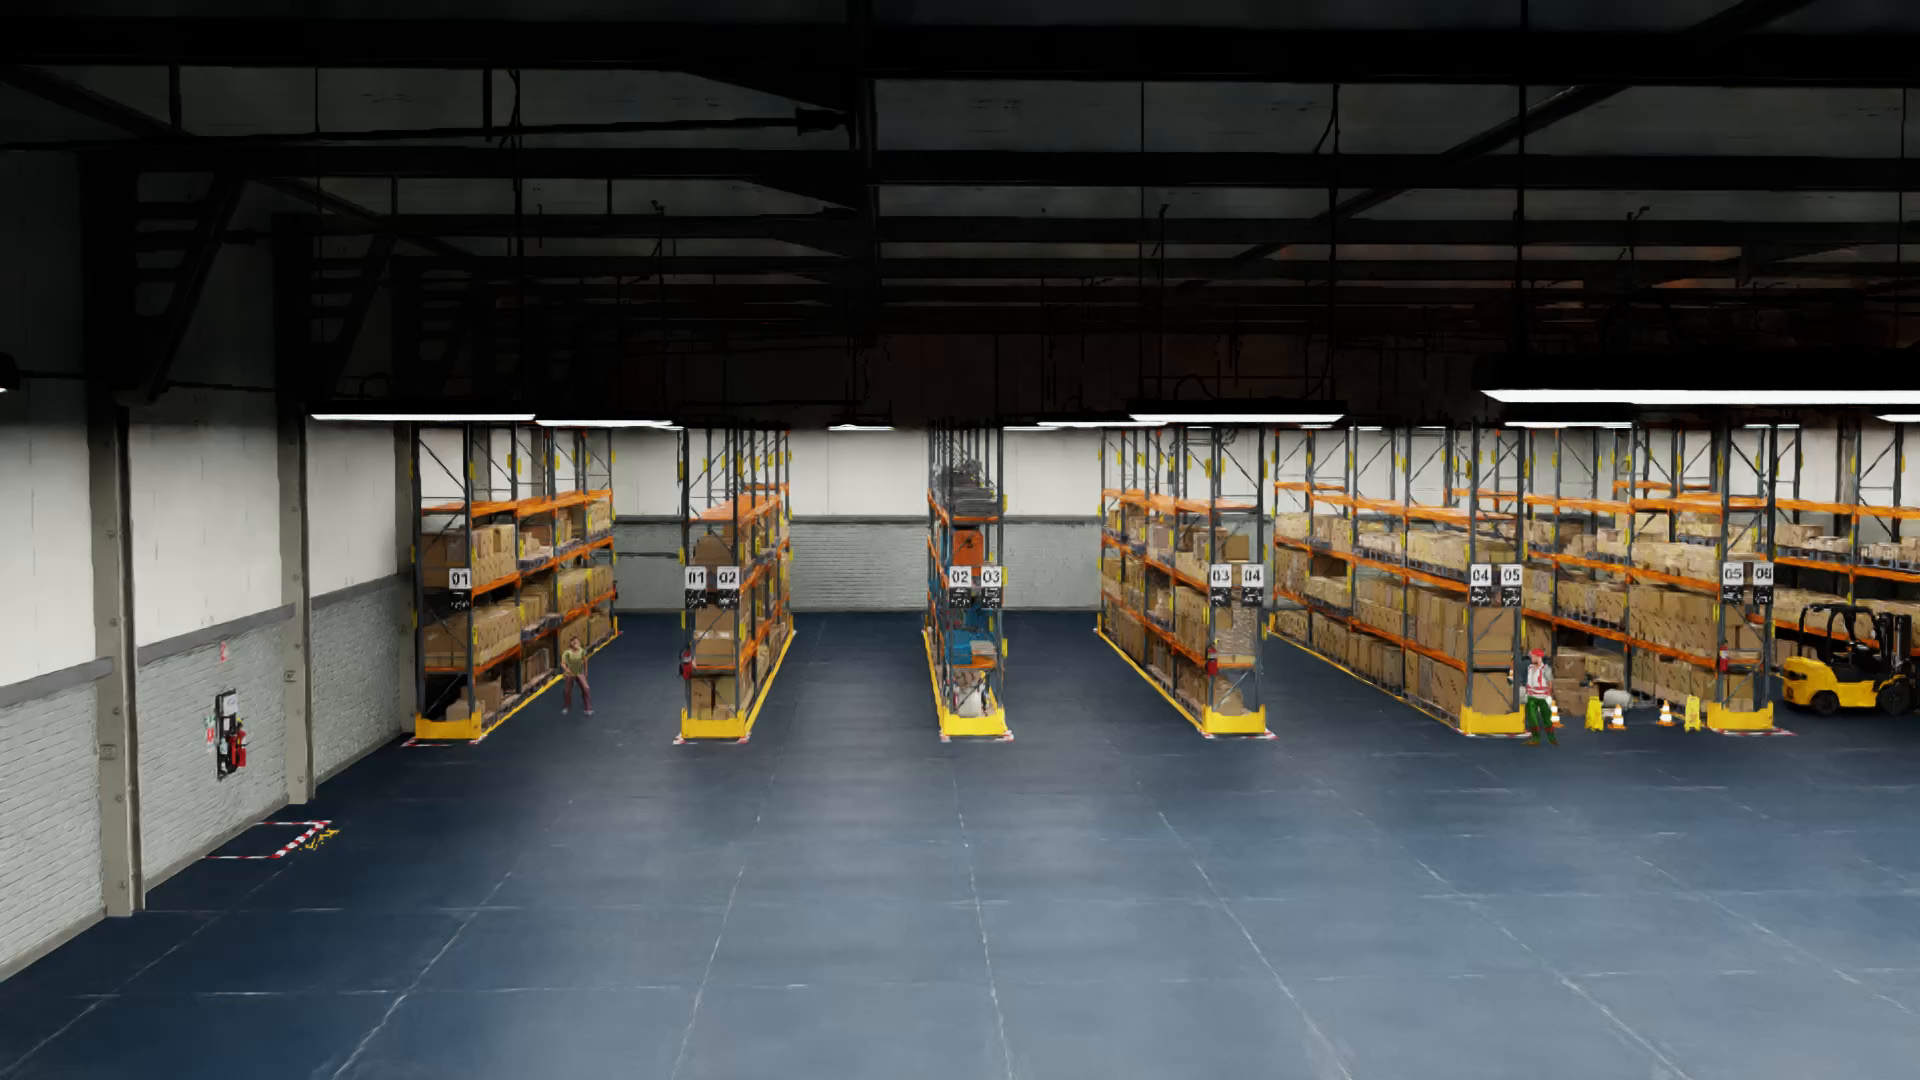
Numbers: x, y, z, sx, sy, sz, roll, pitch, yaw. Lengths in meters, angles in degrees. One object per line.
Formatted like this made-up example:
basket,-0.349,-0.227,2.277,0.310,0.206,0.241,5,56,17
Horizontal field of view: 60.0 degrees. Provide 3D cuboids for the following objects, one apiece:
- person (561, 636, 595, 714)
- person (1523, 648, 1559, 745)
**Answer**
person,-7.768,2.718,33.612,0.625,1.607,0.802,-1,4,-22
person,10.601,2.860,30.362,0.544,1.783,0.645,-2,4,-30
